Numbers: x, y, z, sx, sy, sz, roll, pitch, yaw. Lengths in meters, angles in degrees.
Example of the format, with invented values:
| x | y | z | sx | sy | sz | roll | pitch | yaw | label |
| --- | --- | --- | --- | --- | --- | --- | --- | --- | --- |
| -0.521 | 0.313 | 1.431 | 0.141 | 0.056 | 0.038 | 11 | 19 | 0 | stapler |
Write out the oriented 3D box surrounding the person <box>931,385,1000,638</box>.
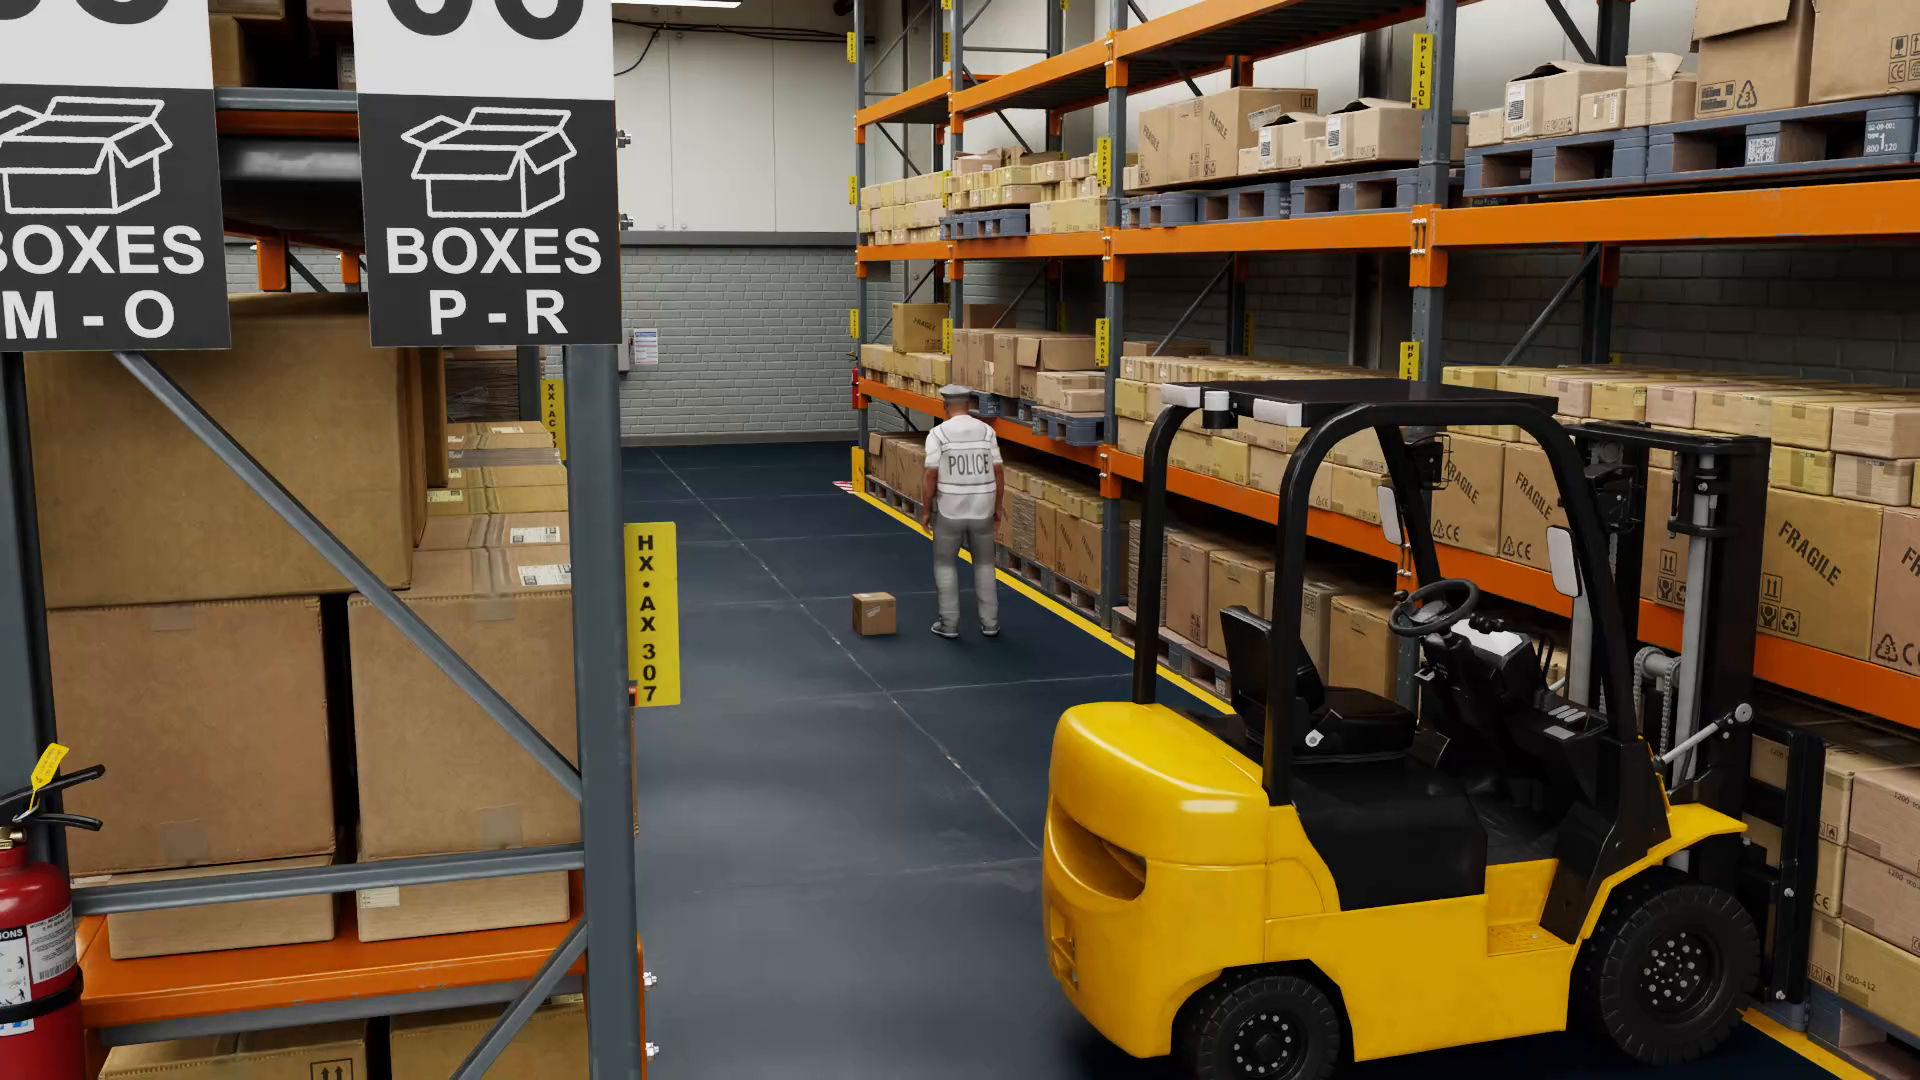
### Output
| x | y | z | sx | sy | sz | roll | pitch | yaw | label |
| --- | --- | --- | --- | --- | --- | --- | --- | --- | --- |
| 0.060 | -0.205 | 11.619 | 0.500 | 1.747 | 0.329 | -3 | 10 | -15 | person |
